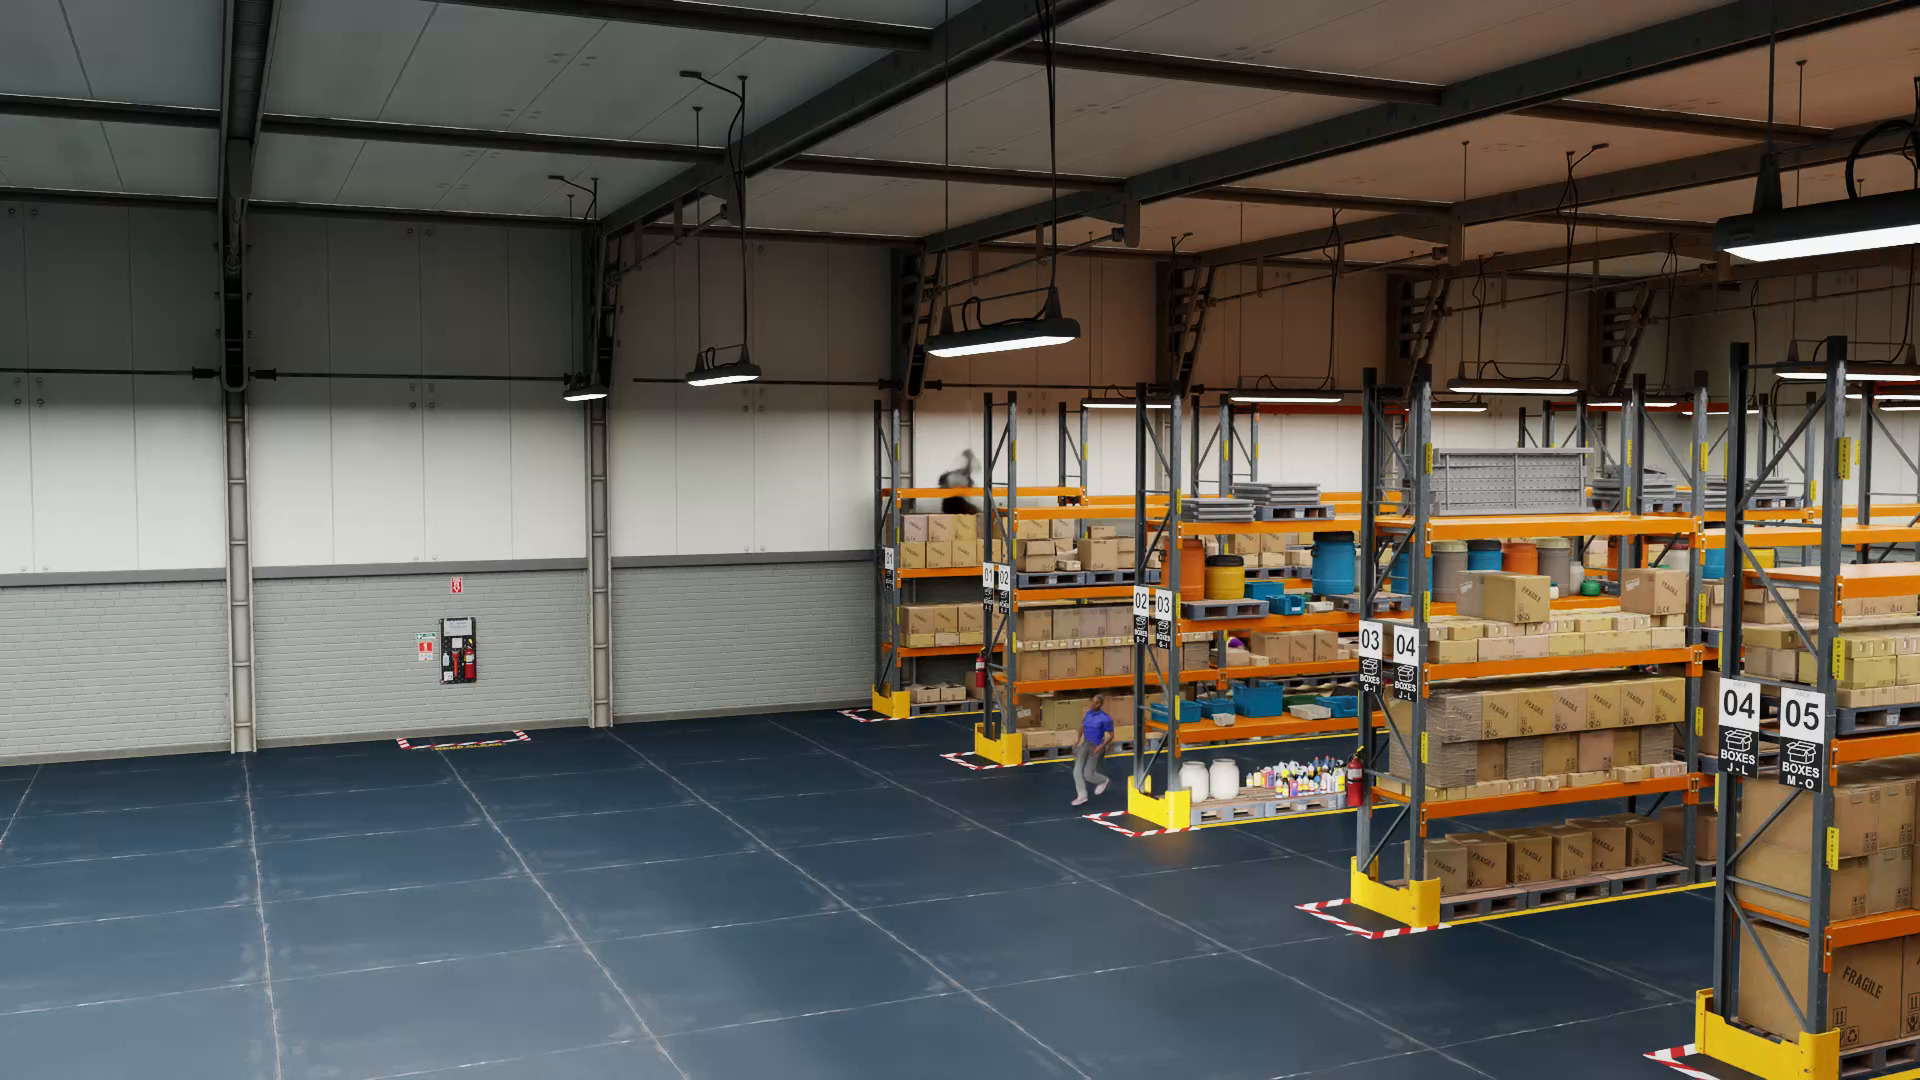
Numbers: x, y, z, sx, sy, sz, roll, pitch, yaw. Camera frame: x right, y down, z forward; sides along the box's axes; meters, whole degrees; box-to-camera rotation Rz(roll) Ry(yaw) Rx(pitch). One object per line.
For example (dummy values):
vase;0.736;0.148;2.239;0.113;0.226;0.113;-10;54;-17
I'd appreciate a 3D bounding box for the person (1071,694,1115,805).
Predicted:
person;1.936;2.997;23.801;0.544;1.610;0.614;-3;5;-44

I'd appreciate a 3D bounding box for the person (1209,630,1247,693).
person;5.038;2.452;31.678;0.665;1.760;0.699;-2;4;-29
